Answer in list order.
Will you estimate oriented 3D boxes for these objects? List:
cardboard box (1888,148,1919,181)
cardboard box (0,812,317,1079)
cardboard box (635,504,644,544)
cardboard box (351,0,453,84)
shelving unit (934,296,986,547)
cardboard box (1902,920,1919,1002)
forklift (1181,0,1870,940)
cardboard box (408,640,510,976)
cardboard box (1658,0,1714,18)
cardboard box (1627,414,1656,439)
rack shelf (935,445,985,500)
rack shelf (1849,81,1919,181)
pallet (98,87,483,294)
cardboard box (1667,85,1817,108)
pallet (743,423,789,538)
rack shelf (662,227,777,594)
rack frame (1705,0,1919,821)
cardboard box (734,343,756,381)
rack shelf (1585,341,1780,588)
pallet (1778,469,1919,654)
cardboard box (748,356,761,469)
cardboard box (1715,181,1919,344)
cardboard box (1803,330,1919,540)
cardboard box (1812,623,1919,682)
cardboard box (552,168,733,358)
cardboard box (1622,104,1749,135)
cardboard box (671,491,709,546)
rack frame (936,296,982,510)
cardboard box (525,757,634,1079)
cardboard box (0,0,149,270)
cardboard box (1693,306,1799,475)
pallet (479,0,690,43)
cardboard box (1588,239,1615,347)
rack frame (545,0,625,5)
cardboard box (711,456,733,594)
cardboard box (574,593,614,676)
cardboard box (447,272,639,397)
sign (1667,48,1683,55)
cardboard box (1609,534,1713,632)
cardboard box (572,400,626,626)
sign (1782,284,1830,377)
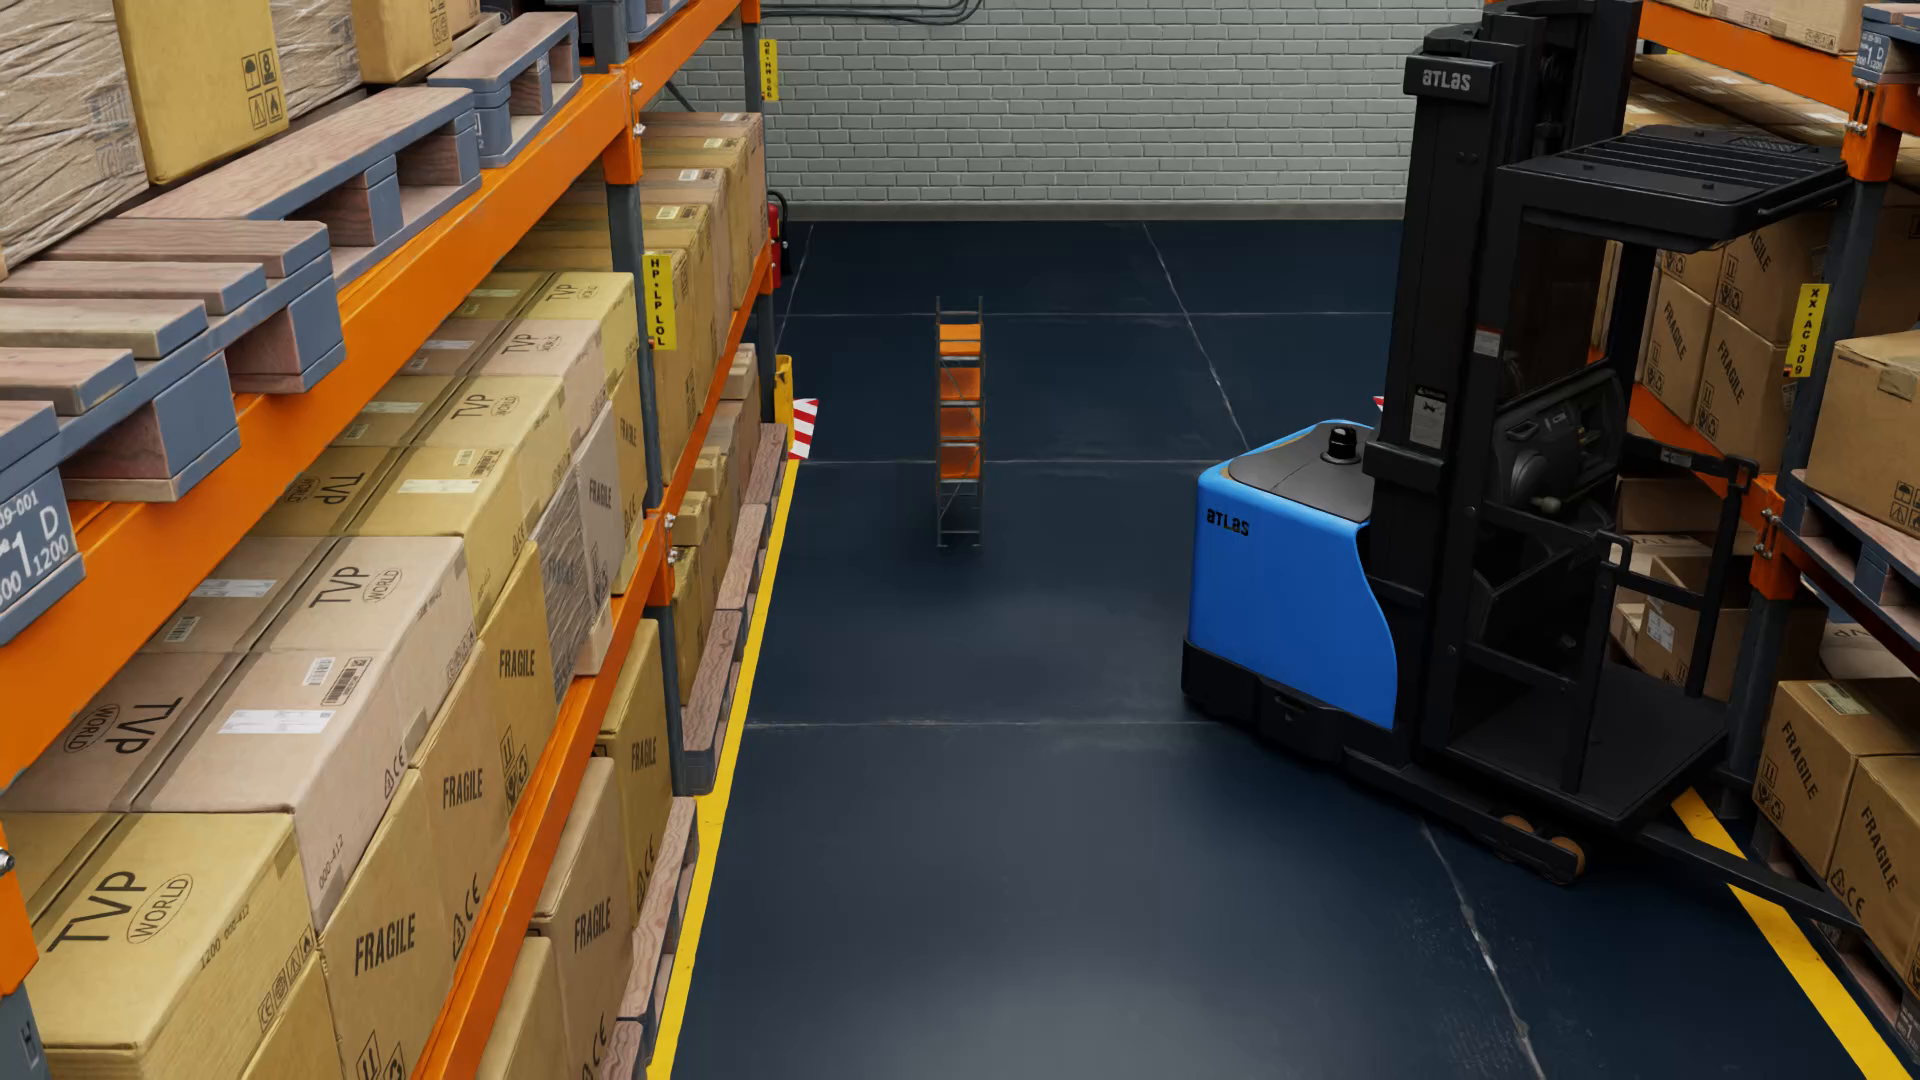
[{"bbox_3d":[3.675,-1.227,6.488,0.500,0.500,0.500,-1,24,-2],"label":"cardboard box"},{"bbox_3d":[-1.252,0.622,2.317,0.500,0.250,0.500,0,24,1],"label":"cardboard box"},{"bbox_3d":[-1.262,-0.051,5.502,0.380,0.149,0.250,0,24,0],"label":"cardboard box"},{"bbox_3d":[-1.578,-1.314,3.721,0.700,0.500,0.500,-1,24,-2],"label":"cardboard box"},{"bbox_3d":[-0.002,-0.615,8.654,0.258,1.200,0.503,0,24,-1],"label":"shelving unit"},{"bbox_3d":[3.181,1.247,4.853,0.500,0.500,0.500,0,24,0],"label":"cardboard box"},{"bbox_3d":[2.335,-0.334,5.931,1.130,2.935,3.031,-22,32,-39],"label":"forklift"},{"bbox_3d":[-1.255,0.542,3.404,0.500,0.500,0.500,0,24,-1],"label":"cardboard box"},{"bbox_3d":[3.125,-2.227,6.577,0.500,0.250,0.500,0,24,-1],"label":"cardboard box"},{"bbox_3d":[3.613,-0.805,9.388,0.500,0.500,0.500,0,24,-1],"label":"cardboard box"},{"bbox_3d":[-0.002,-0.373,8.763,0.258,0.148,0.480,0,24,-1],"label":"rack shelf"},{"bbox_3d":[3.427,-0.533,3.521,1.077,0.370,4.000,0,24,-1],"label":"rack shelf"},{"bbox_3d":[-1.580,-0.652,3.141,1.003,0.211,1.213,1,24,2],"label":"pallet"},{"bbox_3d":[3.658,-1.863,7.895,0.500,0.500,0.500,0,24,1],"label":"cardboard box"},{"bbox_3d":[-1.505,-0.342,9.251,1.003,0.211,1.213,0,24,-1],"label":"pallet"},{"bbox_3d":[-1.570,-0.790,7.730,1.077,0.370,4.000,0,24,-1],"label":"rack shelf"},{"bbox_3d":[3.405,-0.318,5.813,1.000,3.000,0.127,0,24,-1],"label":"rack frame"},{"bbox_3d":[-1.301,-0.950,8.947,0.380,0.149,0.250,-1,24,-1],"label":"cardboard box"},{"bbox_3d":[3.383,-0.814,7.783,1.077,0.370,4.000,0,24,-1],"label":"rack shelf"},{"bbox_3d":[3.304,0.099,5.123,1.003,0.211,1.213,0,24,-1],"label":"pallet"},{"bbox_3d":[-1.484,-0.707,9.196,0.700,0.500,0.500,0,24,-1],"label":"cardboard box"},{"bbox_3d":[3.140,-1.026,6.044,0.500,0.500,0.500,0,24,0],"label":"cardboard box"},{"bbox_3d":[3.186,-0.358,5.272,0.700,0.500,0.500,-9,26,-18],"label":"cardboard box"},{"bbox_3d":[3.617,0.533,6.661,0.500,0.311,0.500,0,24,-1],"label":"cardboard box"},{"bbox_3d":[-1.558,-1.255,7.520,0.980,0.700,0.700,-1,24,-3],"label":"cardboard box"},{"bbox_3d":[3.123,-1.652,7.428,0.500,0.500,0.500,0,24,-1],"label":"cardboard box"},{"bbox_3d":[-1.275,-0.092,7.051,0.380,0.149,0.250,1,24,1],"label":"cardboard box"},{"bbox_3d":[-0.004,-0.715,8.876,0.240,1.200,0.015,0,24,-1],"label":"rack frame"},{"bbox_3d":[-1.399,1.128,4.716,0.750,0.750,0.750,0,24,1],"label":"cardboard box"},{"bbox_3d":[-1.626,-0.676,2.310,0.700,0.500,0.500,-2,24,-3],"label":"cardboard box"},{"bbox_3d":[3.143,-0.568,6.245,0.500,0.500,0.500,0,24,0],"label":"cardboard box"},{"bbox_3d":[-1.547,-1.957,5.906,1.003,0.211,1.213,0,24,-1],"label":"pallet"},{"bbox_3d":[3.120,-1.202,7.647,0.500,0.500,0.500,0,24,0],"label":"cardboard box"},{"bbox_3d":[-1.548,-3.027,4.524,1.000,3.000,0.127,0,24,-1],"label":"rack frame"},{"bbox_3d":[-1.460,-0.074,7.796,0.700,0.500,0.500,0,24,1],"label":"cardboard box"},{"bbox_3d":[-1.216,0.269,4.796,0.380,0.149,0.250,0,24,-1],"label":"cardboard box"},{"bbox_3d":[-1.288,-0.635,5.096,0.500,0.250,0.500,0,24,1],"label":"cardboard box"},{"bbox_3d":[3.916,-2.632,9.140,0.100,0.325,0.005,0,24,-1],"label":"sign"},{"bbox_3d":[3.107,0.164,7.476,0.500,0.311,0.500,0,24,-1],"label":"cardboard box"},{"bbox_3d":[-1.276,-0.085,4.791,0.500,0.500,0.500,0,24,0],"label":"cardboard box"},{"bbox_3d":[2.862,-0.707,5.622,0.100,0.325,0.005,0,24,-1],"label":"sign"}]
